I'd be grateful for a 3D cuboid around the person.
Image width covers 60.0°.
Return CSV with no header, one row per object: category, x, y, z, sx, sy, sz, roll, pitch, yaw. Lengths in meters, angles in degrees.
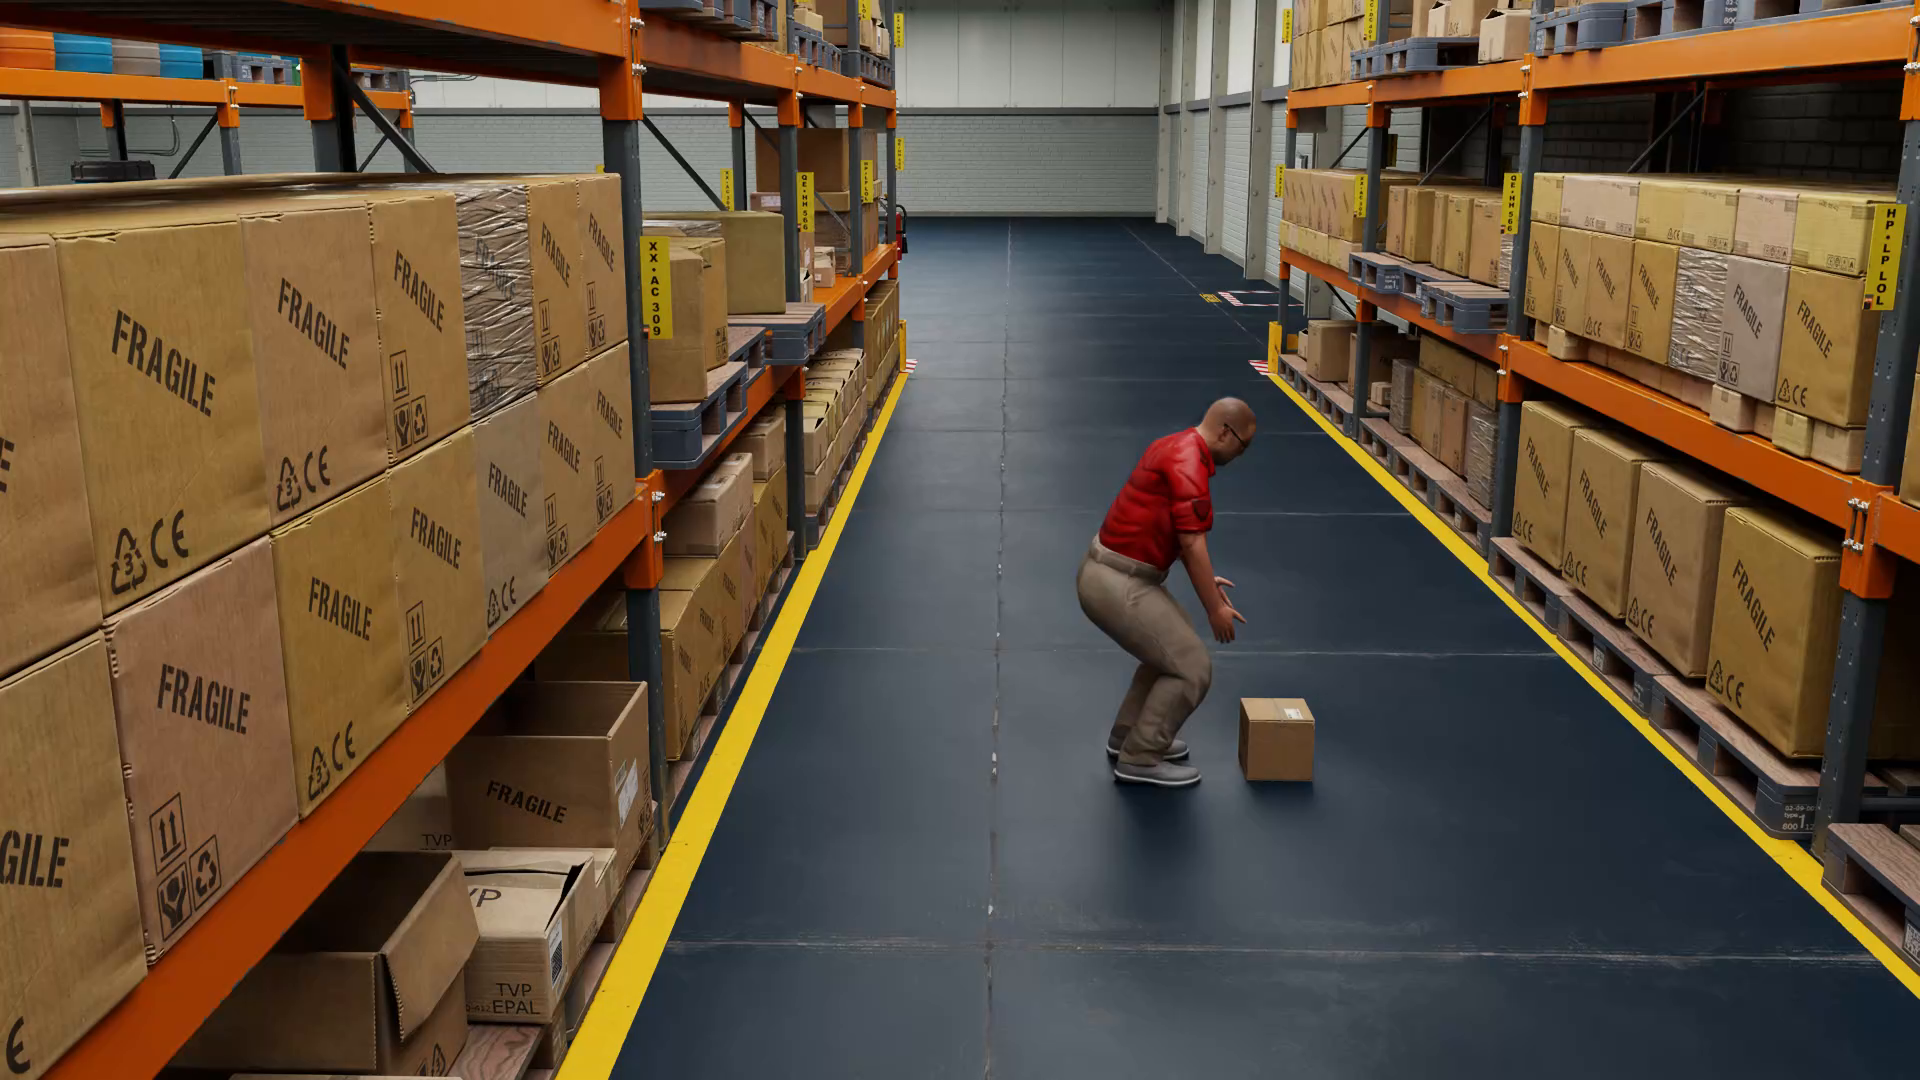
person,0.792,0.187,6.378,0.635,1.449,0.588,0,14,2
